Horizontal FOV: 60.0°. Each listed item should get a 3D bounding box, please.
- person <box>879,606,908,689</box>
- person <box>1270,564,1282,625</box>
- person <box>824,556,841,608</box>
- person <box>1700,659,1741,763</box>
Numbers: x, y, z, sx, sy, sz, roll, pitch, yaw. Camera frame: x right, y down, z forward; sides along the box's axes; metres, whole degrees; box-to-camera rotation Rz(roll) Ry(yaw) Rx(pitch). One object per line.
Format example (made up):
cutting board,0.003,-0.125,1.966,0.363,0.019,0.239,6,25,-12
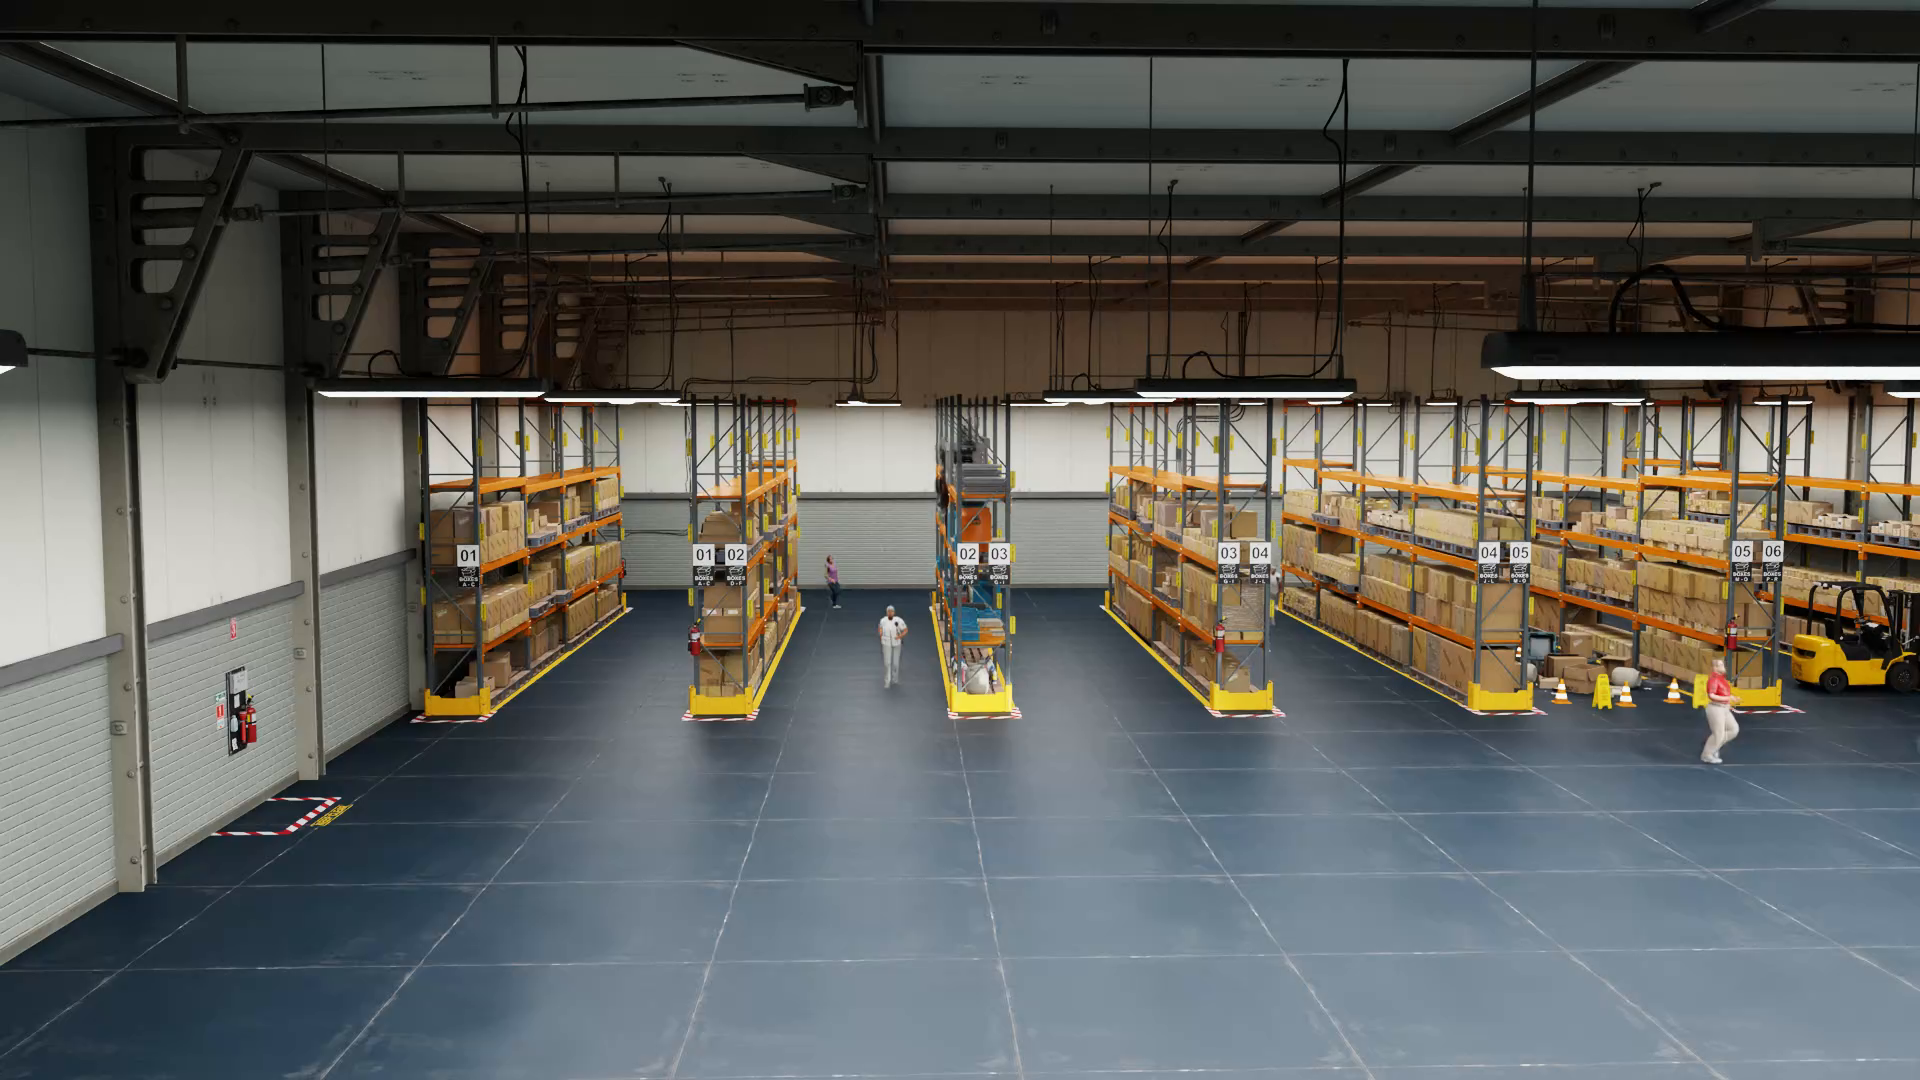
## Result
person,-1.384,2.209,34.395,0.612,1.736,0.721,0,4,2
person,8.315,1.439,44.412,0.572,1.658,0.744,0,4,2
person,-3.663,1.205,47.628,0.594,1.538,0.510,-4,6,-45
person,12.282,2.769,26.781,0.621,1.708,0.648,4,6,41
